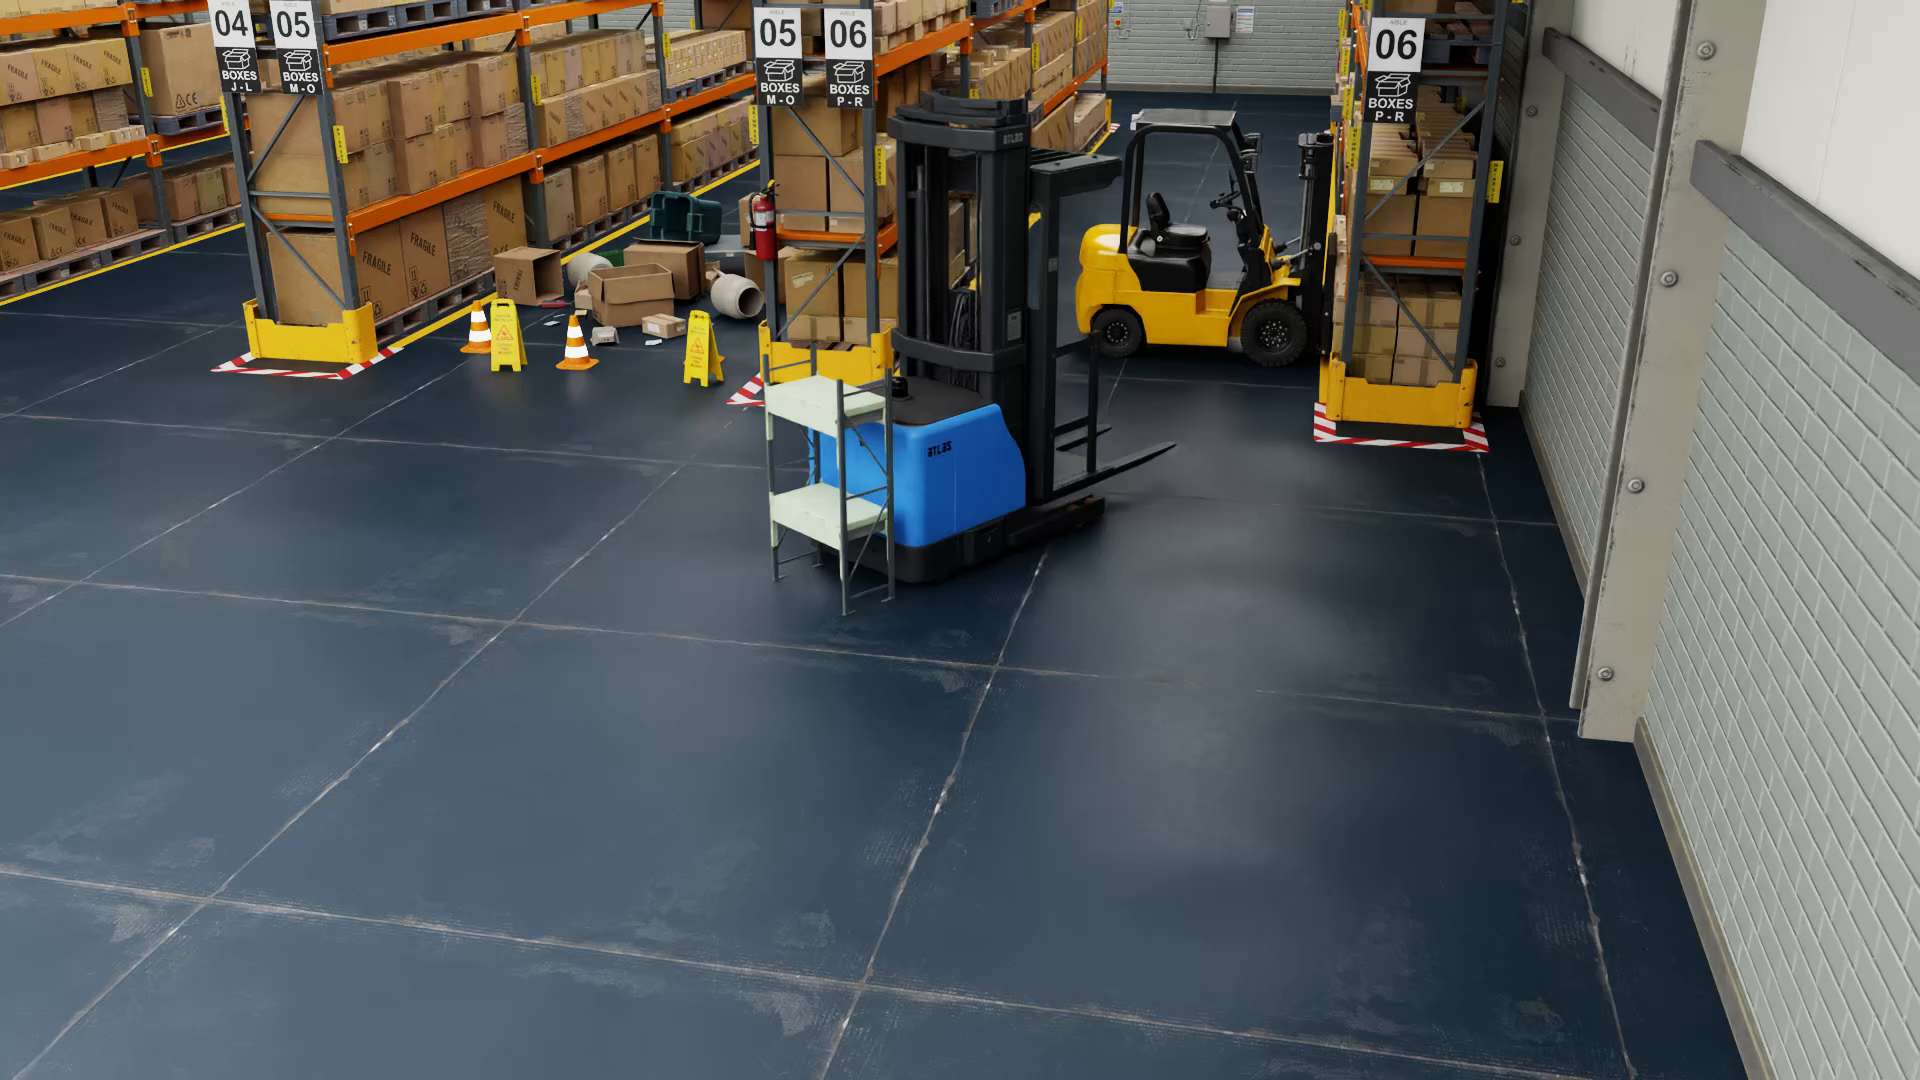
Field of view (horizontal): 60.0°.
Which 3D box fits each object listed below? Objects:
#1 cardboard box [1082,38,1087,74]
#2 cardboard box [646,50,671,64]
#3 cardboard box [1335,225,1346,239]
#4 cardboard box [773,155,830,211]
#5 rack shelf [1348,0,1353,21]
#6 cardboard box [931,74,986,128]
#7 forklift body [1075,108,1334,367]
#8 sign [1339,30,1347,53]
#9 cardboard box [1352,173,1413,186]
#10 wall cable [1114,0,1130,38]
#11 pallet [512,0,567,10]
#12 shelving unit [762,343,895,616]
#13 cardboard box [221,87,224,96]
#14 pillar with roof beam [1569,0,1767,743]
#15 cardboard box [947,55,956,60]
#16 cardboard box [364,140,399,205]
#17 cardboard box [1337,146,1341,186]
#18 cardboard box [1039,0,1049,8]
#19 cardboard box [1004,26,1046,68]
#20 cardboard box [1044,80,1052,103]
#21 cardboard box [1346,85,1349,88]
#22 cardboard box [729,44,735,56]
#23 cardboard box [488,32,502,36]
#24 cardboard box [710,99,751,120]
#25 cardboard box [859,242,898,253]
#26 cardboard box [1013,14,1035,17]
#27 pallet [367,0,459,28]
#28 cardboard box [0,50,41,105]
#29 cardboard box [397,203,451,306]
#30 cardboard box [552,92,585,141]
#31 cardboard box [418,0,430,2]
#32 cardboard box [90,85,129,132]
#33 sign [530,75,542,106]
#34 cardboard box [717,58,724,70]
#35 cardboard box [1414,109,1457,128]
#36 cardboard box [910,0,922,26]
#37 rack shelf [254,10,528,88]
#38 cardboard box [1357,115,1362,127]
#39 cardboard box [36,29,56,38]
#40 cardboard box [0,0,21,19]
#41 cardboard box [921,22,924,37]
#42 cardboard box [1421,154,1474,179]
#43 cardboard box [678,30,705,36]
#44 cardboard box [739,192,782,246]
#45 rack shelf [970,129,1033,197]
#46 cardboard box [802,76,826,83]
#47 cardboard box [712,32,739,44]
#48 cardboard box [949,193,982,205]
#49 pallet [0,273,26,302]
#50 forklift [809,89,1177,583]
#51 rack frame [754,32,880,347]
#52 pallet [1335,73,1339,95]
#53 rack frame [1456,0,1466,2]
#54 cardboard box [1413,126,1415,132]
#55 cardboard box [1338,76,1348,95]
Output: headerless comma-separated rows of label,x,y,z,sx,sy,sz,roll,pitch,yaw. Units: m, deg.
cardboard box,1.702,-7.567,25.994,0.500,0.500,0.500,5,22,11
cardboard box,-4.155,-6.573,22.637,0.380,0.149,0.250,4,22,11
cardboard box,3.951,-2.927,16.385,0.500,0.250,0.500,4,22,11
cardboard box,-1.364,-3.201,14.754,0.500,0.500,0.500,4,22,10
rack shelf,5.695,-7.135,22.001,1.077,0.370,4.000,4,22,11
cardboard box,-0.013,-4.788,18.134,0.500,0.500,0.500,5,22,12
forklift body,2.256,-2.859,15.572,2.313,2.155,1.214,4,22,11
sign,5.571,-7.249,24.178,0.100,0.325,0.005,4,22,11
cardboard box,3.613,-2.855,14.294,0.500,0.500,0.500,5,23,13
wall cable,3.187,-11.198,33.741,0.585,1.953,0.123,4,22,11
pallet,-5.117,-6.242,19.078,0.805,0.209,1.217,4,22,9
shelving unit,-0.807,-0.383,10.296,0.431,1.500,0.755,-19,28,-38
cardboard box,-9.827,-5.899,21.285,0.797,0.503,0.637,7,23,16
pillar with roof beam,-0.760,-3.522,8.054,9.100,9.000,0.400,4,22,11
cardboard box,-0.093,-5.569,20.072,0.500,0.500,0.500,5,22,12
cardboard box,-5.950,-3.549,15.949,0.875,0.550,0.550,4,22,11
cardboard box,5.467,-5.117,22.828,0.500,0.500,0.500,4,22,9
cardboard box,1.155,-8.222,25.412,0.380,0.149,0.250,5,22,12
cardboard box,0.859,-6.577,22.196,0.500,0.500,0.500,5,22,11
cardboard box,0.973,-6.193,22.917,0.500,0.250,0.500,5,23,13
cardboard box,4.933,-5.366,20.194,0.500,0.250,0.500,4,22,11
cardboard box,-3.617,-7.395,25.075,0.380,0.149,0.250,5,23,13
cardboard box,-8.002,-8.692,27.720,0.500,0.500,0.500,4,22,11
cardboard box,-3.528,-6.617,25.549,0.500,0.250,0.500,4,22,9
cardboard box,-0.663,-2.538,15.755,0.500,0.500,0.500,4,22,9
cardboard box,0.795,-7.368,24.162,0.500,0.500,0.500,4,22,11
pallet,-5.684,-5.207,16.371,1.003,0.211,1.213,4,22,11
cardboard box,-10.222,-4.929,17.708,0.500,0.500,0.500,4,22,11
cardboard box,-5.821,-2.921,16.874,0.875,0.875,0.875,4,22,10
cardboard box,-4.783,-5.003,19.627,0.500,0.500,0.500,5,22,11
cardboard box,-5.379,-5.309,16.145,0.380,0.149,0.250,5,22,11
cardboard box,-10.243,-5.040,19.320,0.875,0.500,0.500,4,22,11
sign,-4.712,-4.997,18.480,0.100,0.325,0.005,4,22,11
cardboard box,-3.718,-7.064,24.652,0.380,0.149,0.250,3,22,9
cardboard box,4.569,-4.042,15.973,0.380,0.149,0.250,4,22,10
cardboard box,-0.648,-4.795,15.030,0.500,0.250,0.500,5,22,12
rack shelf,-5.664,-4.926,16.518,1.077,0.370,4.000,4,22,11
cardboard box,3.928,-3.894,15.607,0.380,0.149,0.250,4,22,10
cardboard box,-17.374,-9.650,31.166,0.500,0.500,0.500,5,22,11
cardboard box,-10.250,-5.591,17.407,0.500,0.250,0.500,5,22,13
cardboard box,-0.546,-4.741,15.430,0.380,0.149,0.250,4,22,9
cardboard box,3.932,-3.012,13.416,0.380,0.149,0.250,4,22,10
cardboard box,-4.154,-7.771,25.612,0.380,0.149,0.250,6,23,14
cardboard box,-2.138,-3.576,18.550,0.500,0.500,0.500,4,22,11
rack shelf,0.019,-4.657,19.866,1.077,0.370,4.000,4,22,11
cardboard box,-1.201,-4.027,15.468,0.700,0.500,0.500,4,22,10
cardboard box,-3.568,-7.620,25.237,0.380,0.149,0.250,4,22,9
cardboard box,-0.001,-3.945,20.090,0.950,0.372,0.625,5,23,13
pallet,-10.691,-2.581,17.479,1.003,0.211,1.213,4,22,11
forklift,0.369,-1.553,11.286,1.130,2.935,3.031,19,29,39
rack frame,-1.205,-2.797,14.283,1.000,3.000,0.127,4,22,11
pallet,5.833,-6.435,23.574,1.003,0.211,1.213,4,22,11
rack frame,4.471,-6.665,15.858,1.000,3.000,0.127,4,22,11
cardboard box,4.640,-3.999,16.265,0.380,0.149,0.250,4,22,9
cardboard box,5.185,-5.881,21.580,0.500,0.250,0.500,3,22,8
